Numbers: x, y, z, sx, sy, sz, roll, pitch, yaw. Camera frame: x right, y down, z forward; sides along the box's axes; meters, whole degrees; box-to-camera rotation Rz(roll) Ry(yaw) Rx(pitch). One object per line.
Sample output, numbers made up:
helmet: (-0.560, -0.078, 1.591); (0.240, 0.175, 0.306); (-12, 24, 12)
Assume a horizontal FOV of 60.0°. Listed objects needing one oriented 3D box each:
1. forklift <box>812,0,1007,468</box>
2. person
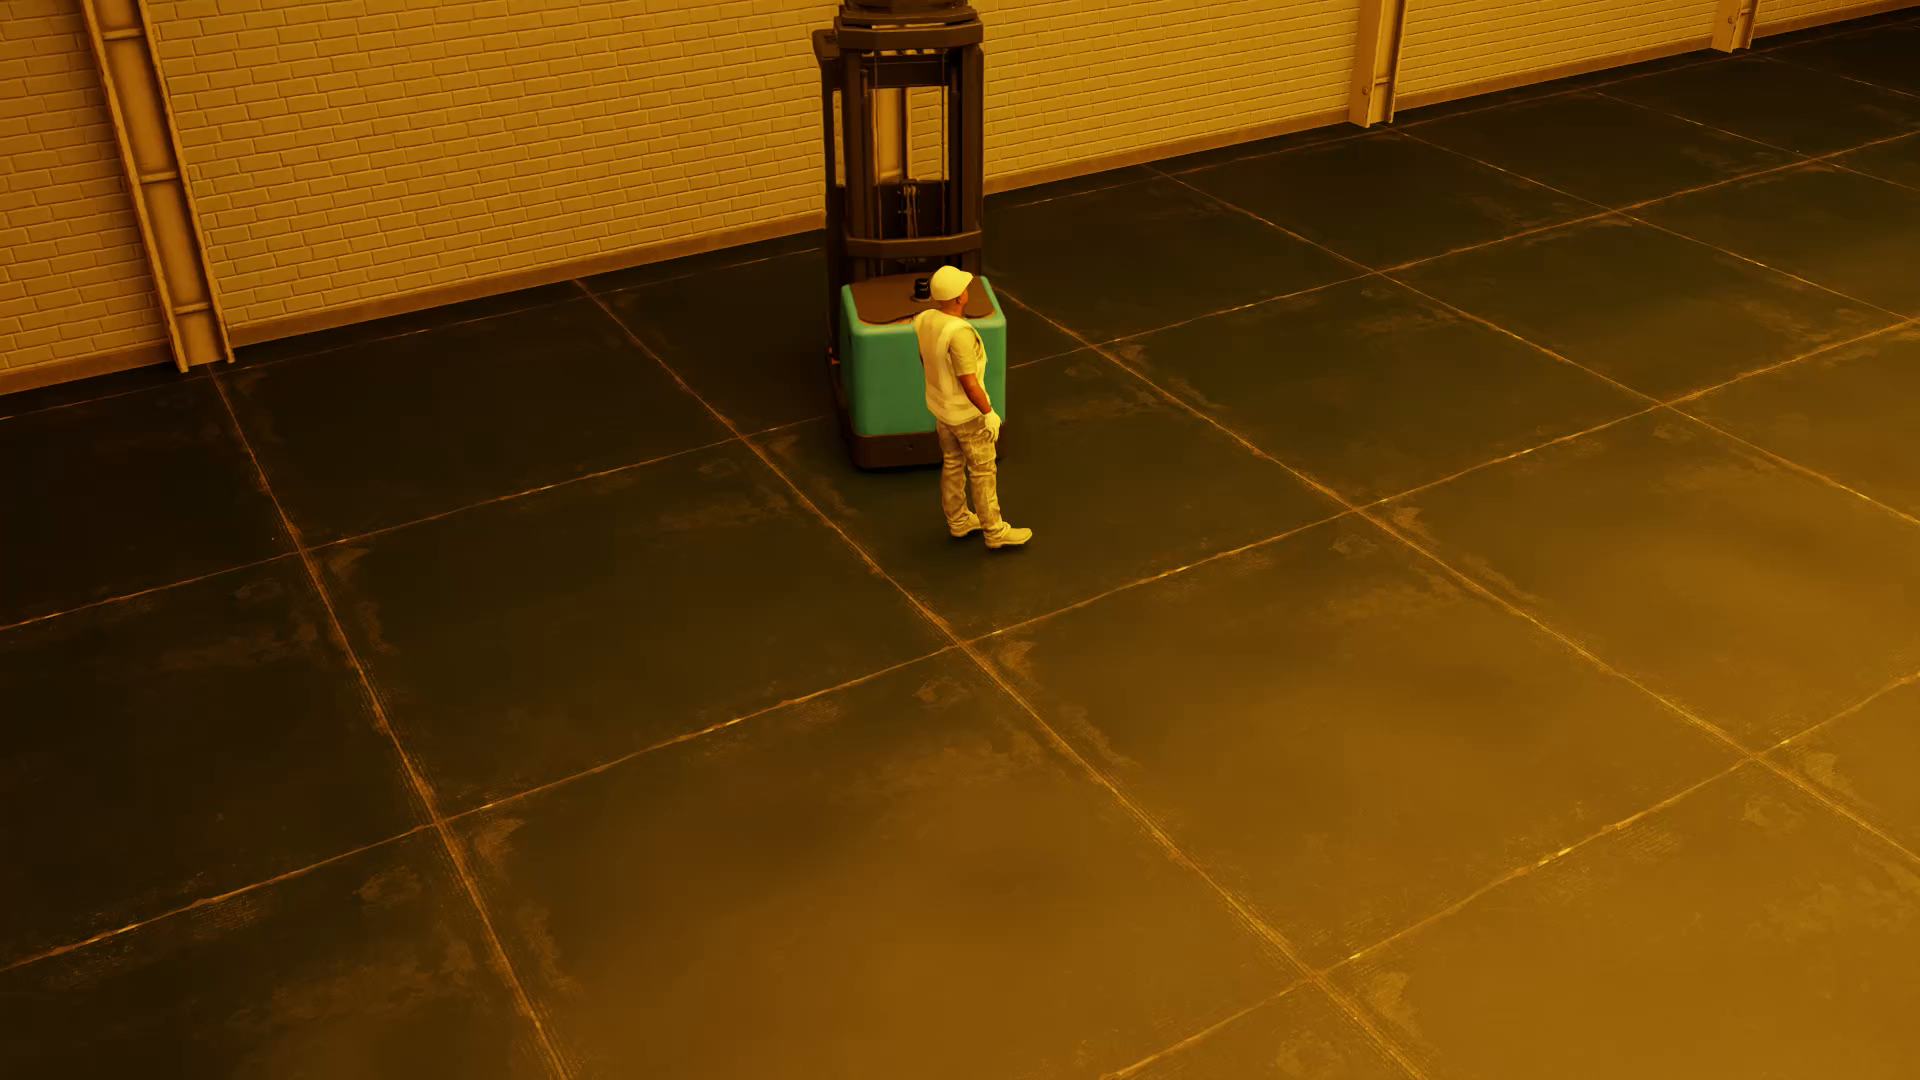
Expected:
forklift: (-0.424, -2.480, 11.789); (1.130, 2.935, 3.031); (-5, 31, -8)
person: (0.066, -0.821, 10.043); (0.577, 1.781, 0.656); (-17, 35, -26)
